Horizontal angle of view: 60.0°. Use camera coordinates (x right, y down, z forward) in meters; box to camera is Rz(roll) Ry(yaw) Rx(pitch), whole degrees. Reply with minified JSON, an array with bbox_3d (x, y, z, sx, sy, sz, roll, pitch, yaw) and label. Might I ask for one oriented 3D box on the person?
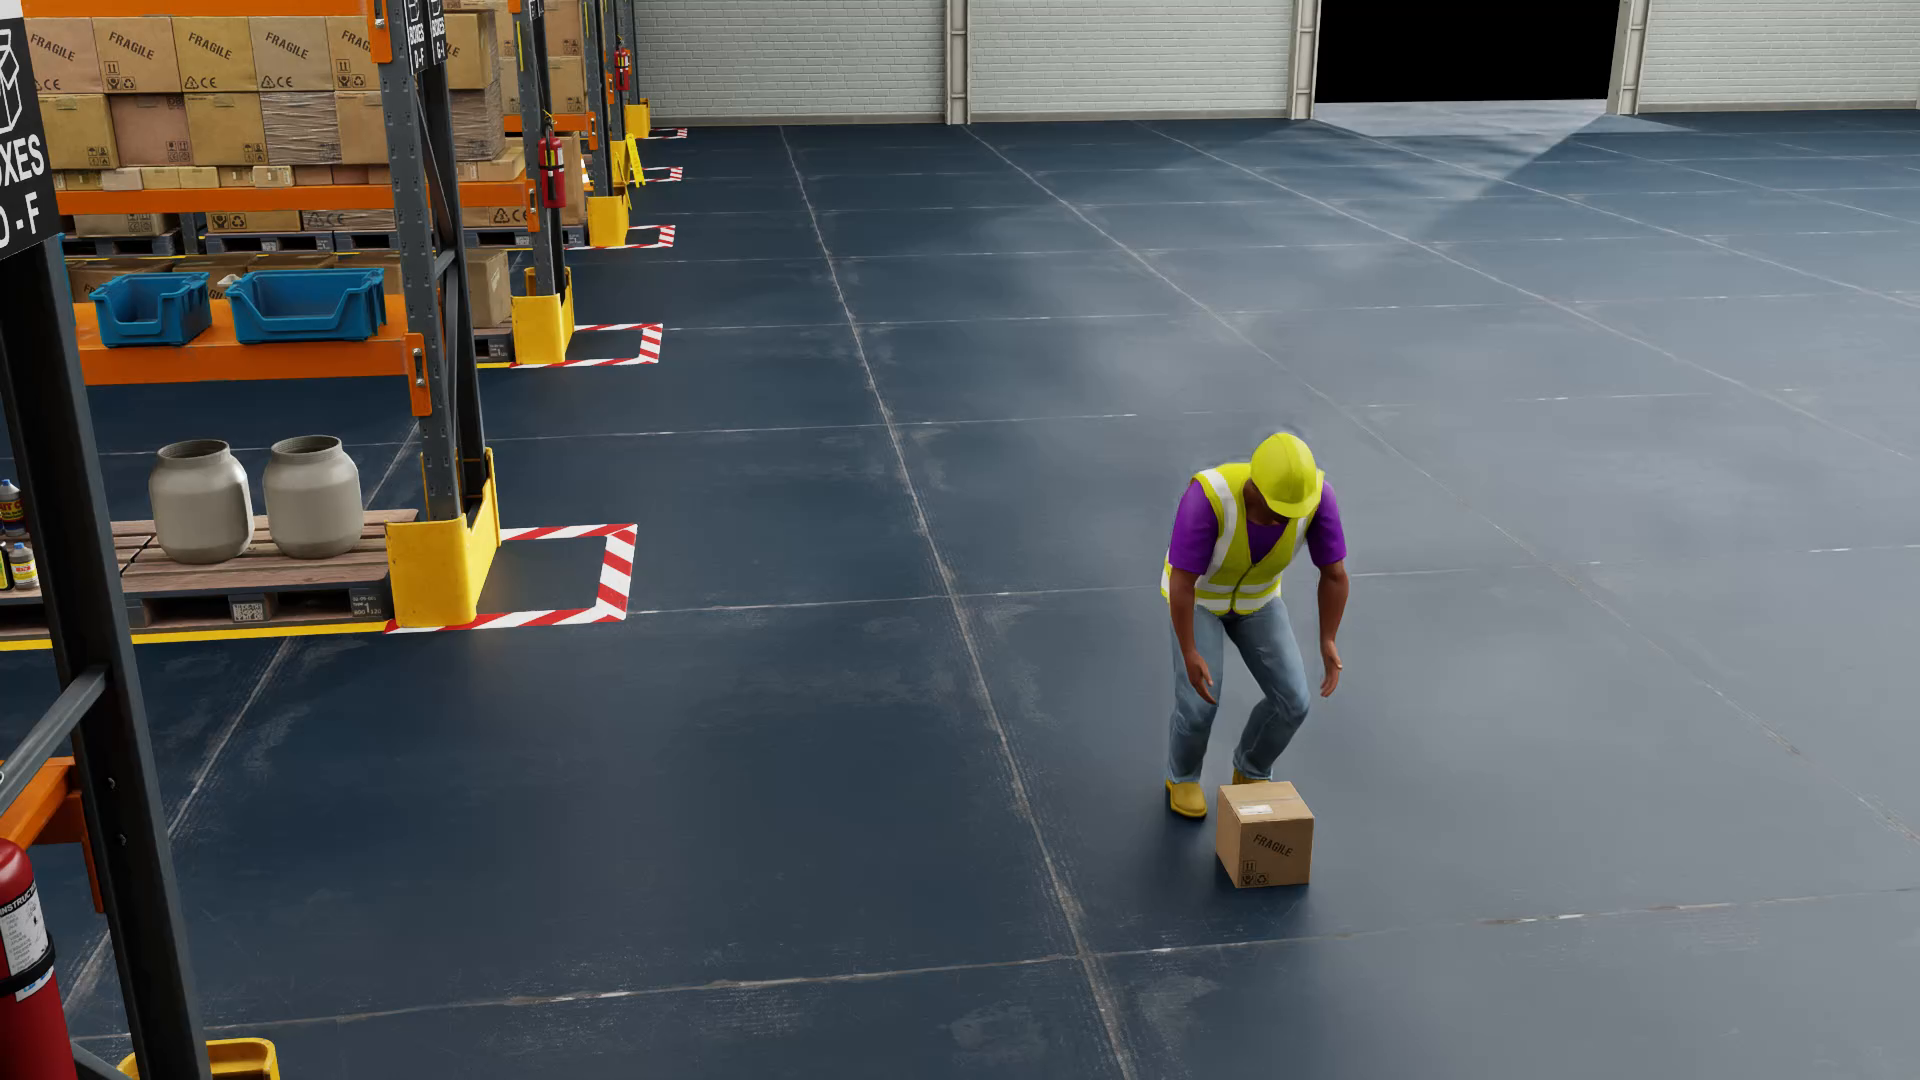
[{"bbox_3d":[0.997,0.270,5.740,0.630,1.461,0.728,-3,20,-7],"label":"person"}]
